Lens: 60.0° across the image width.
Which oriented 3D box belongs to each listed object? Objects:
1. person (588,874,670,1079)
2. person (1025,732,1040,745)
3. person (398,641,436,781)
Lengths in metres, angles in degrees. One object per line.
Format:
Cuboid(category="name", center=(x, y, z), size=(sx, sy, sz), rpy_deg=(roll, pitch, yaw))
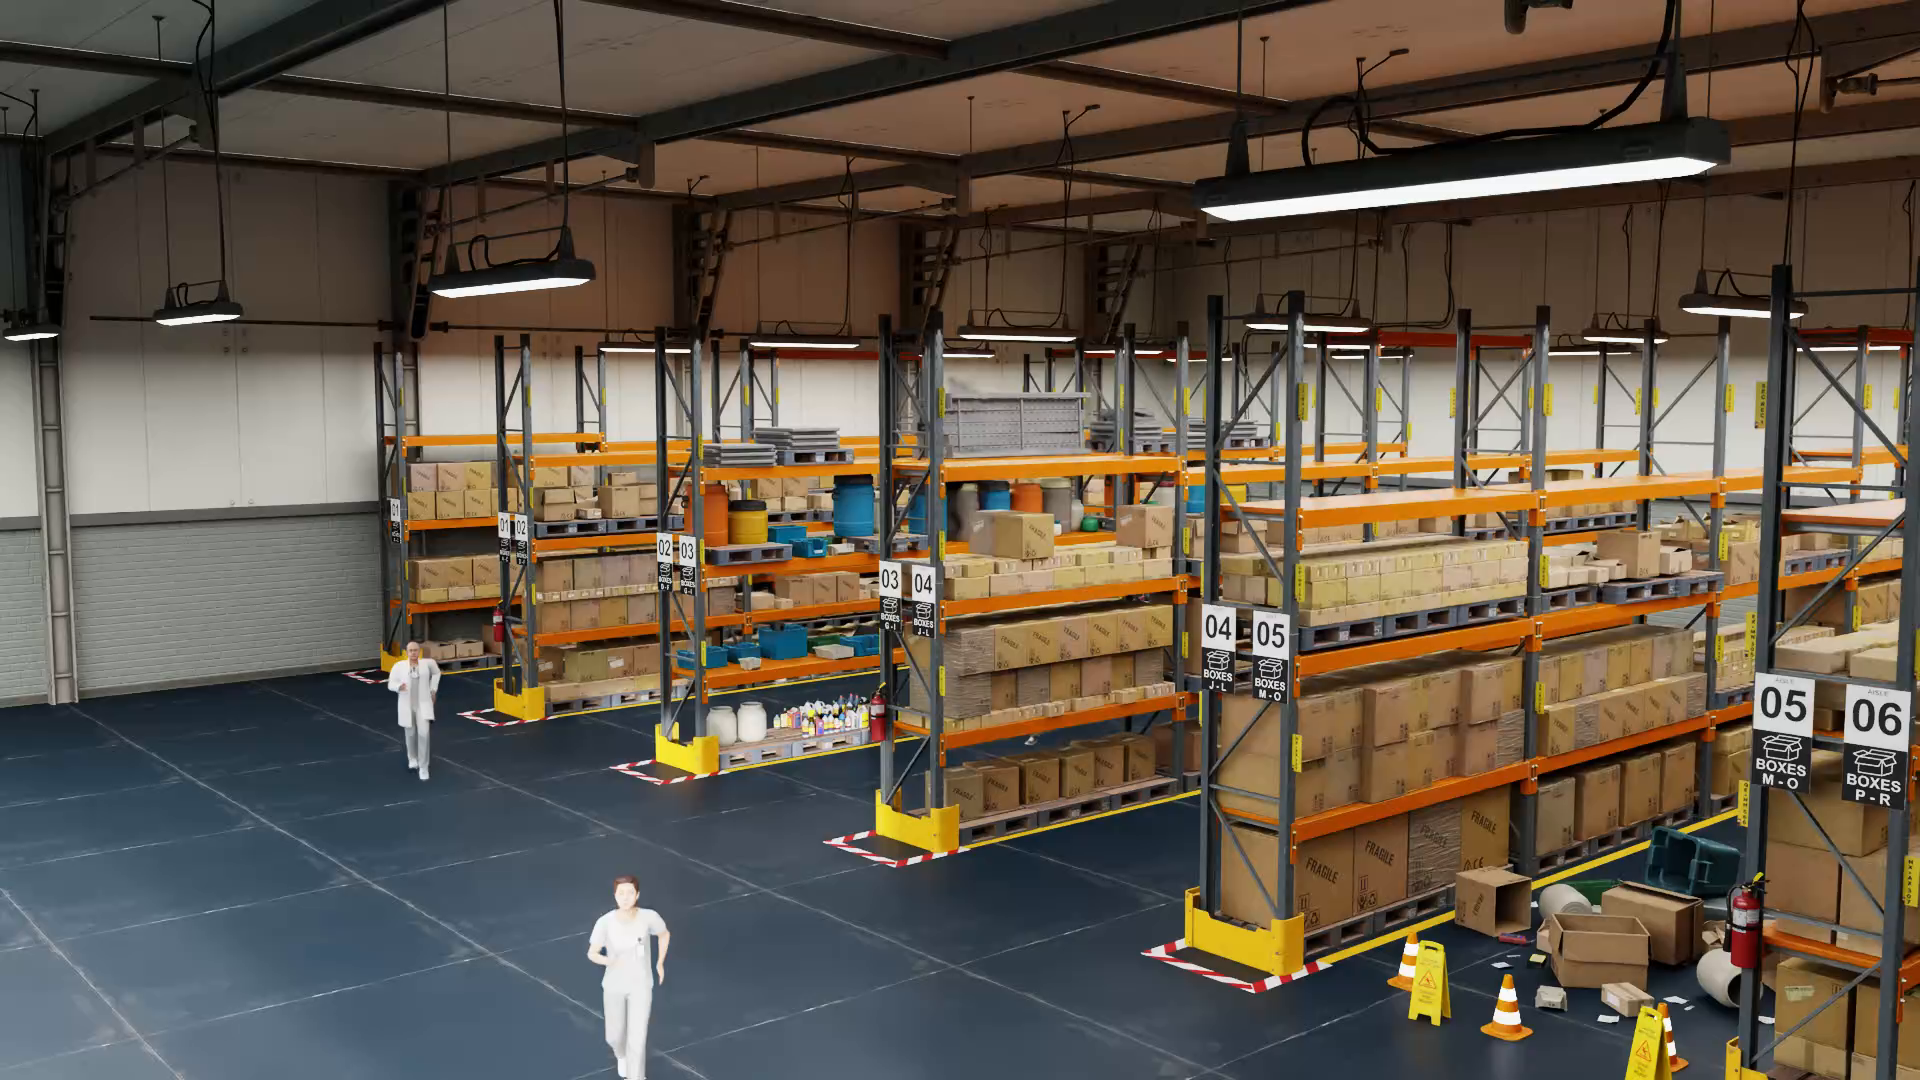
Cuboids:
Cuboid(category="person", center=(-2.385, 3.225, 11.990), size=(0.569, 1.647, 0.963), rpy_deg=(-1, 5, -6))
Cuboid(category="person", center=(1.042, 2.022, 22.838), size=(0.527, 1.557, 0.496), rpy_deg=(3, 6, 34))
Cuboid(category="person", center=(-7.279, 2.260, 22.209), size=(0.610, 1.837, 0.923), rpy_deg=(-1, 5, -14))
